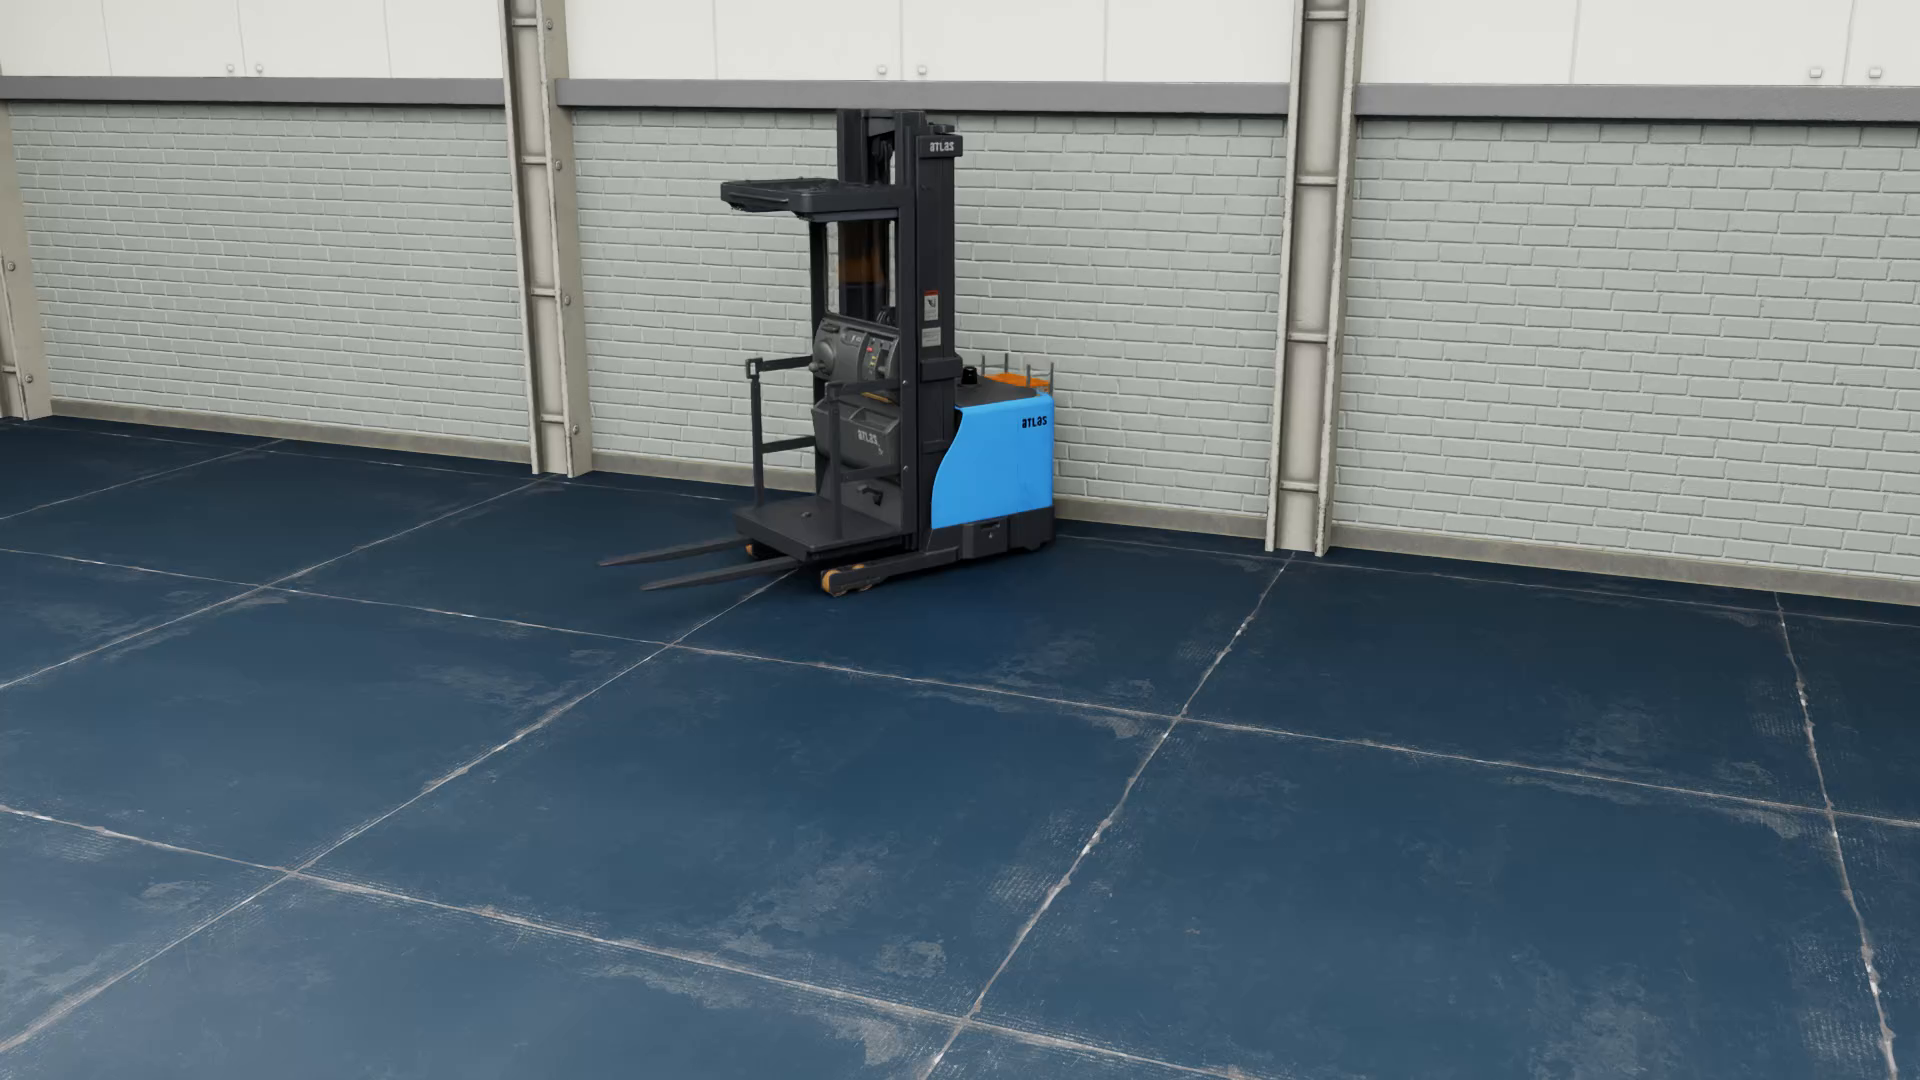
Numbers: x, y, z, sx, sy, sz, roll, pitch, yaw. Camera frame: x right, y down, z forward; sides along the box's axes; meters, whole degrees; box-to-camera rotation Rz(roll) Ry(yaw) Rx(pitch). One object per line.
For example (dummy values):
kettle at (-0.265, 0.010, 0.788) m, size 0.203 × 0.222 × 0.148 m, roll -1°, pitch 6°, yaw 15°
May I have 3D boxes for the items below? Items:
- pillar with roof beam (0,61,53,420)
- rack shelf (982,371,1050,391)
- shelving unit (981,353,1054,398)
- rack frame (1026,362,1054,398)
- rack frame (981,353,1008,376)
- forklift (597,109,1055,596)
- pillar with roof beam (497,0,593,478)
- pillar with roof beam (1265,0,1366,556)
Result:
pillar with roof beam at (-10.407, -4.381, 10.622) m, size 0.400 × 9.000 × 9.100 m, roll 6°, pitch 17°, yaw 21°
rack shelf at (0.403, -1.084, 11.834) m, size 0.258 × 0.148 × 0.480 m, roll -11°, pitch 19°, yaw -38°
shelving unit at (0.395, -0.705, 11.937) m, size 0.258 × 1.200 × 0.503 m, roll -11°, pitch 19°, yaw -38°
rack frame at (0.549, -0.652, 11.756) m, size 0.240 × 1.200 × 0.015 m, roll -11°, pitch 19°, yaw -38°
rack frame at (0.240, -0.757, 12.119) m, size 0.240 × 1.200 × 0.015 m, roll -11°, pitch 19°, yaw -38°
forklift at (-0.843, -1.221, 10.623) m, size 3.031 × 2.935 × 1.130 m, roll -11°, pitch 20°, yaw -34°
pillar with roof beam at (-4.826, -3.767, 8.508) m, size 0.400 × 9.000 × 9.100 m, roll 6°, pitch 17°, yaw 21°
pillar with roof beam at (0.756, -3.153, 6.394) m, size 0.400 × 9.000 × 9.100 m, roll 6°, pitch 17°, yaw 21°
